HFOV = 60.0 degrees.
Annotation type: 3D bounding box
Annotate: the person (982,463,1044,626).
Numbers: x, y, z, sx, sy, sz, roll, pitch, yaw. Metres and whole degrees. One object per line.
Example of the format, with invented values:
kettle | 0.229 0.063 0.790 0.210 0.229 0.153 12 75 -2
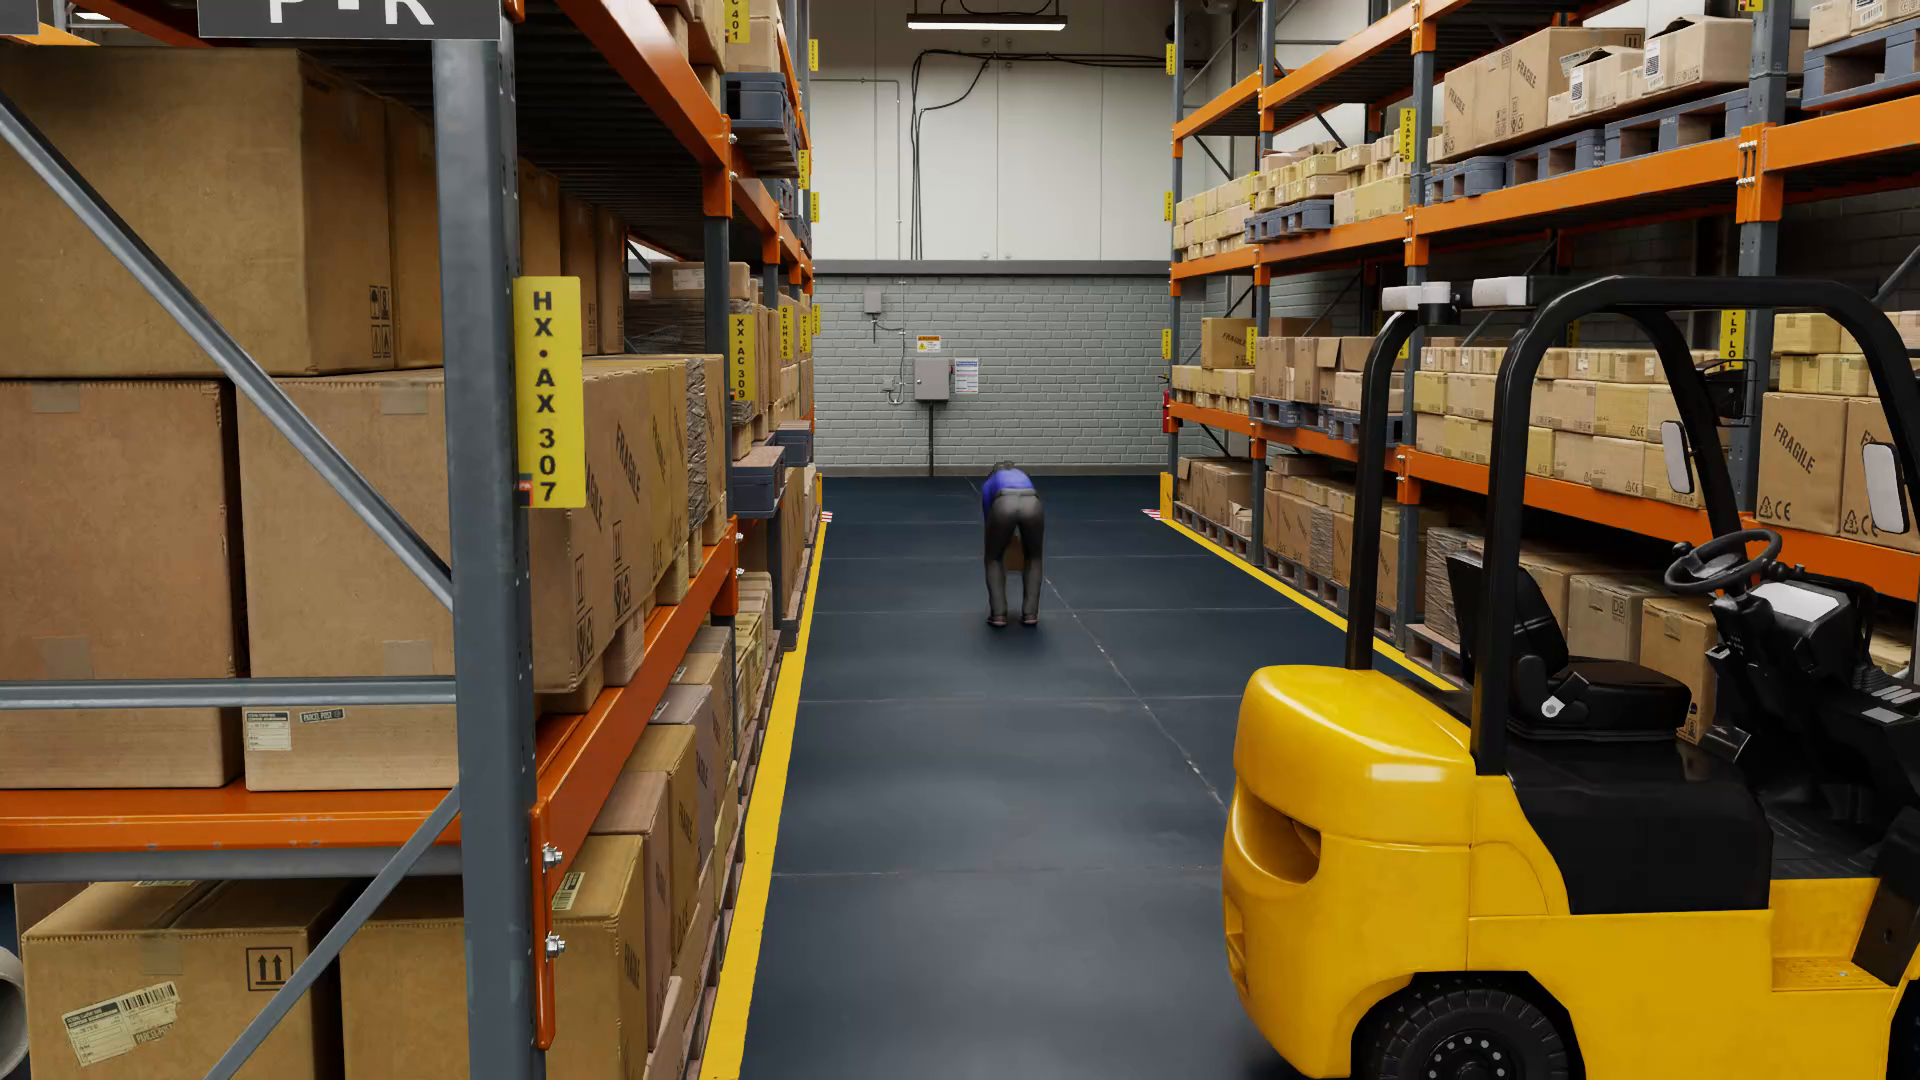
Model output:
person | 0.363 0.025 11.858 0.414 1.109 0.866 -1 7 -6
